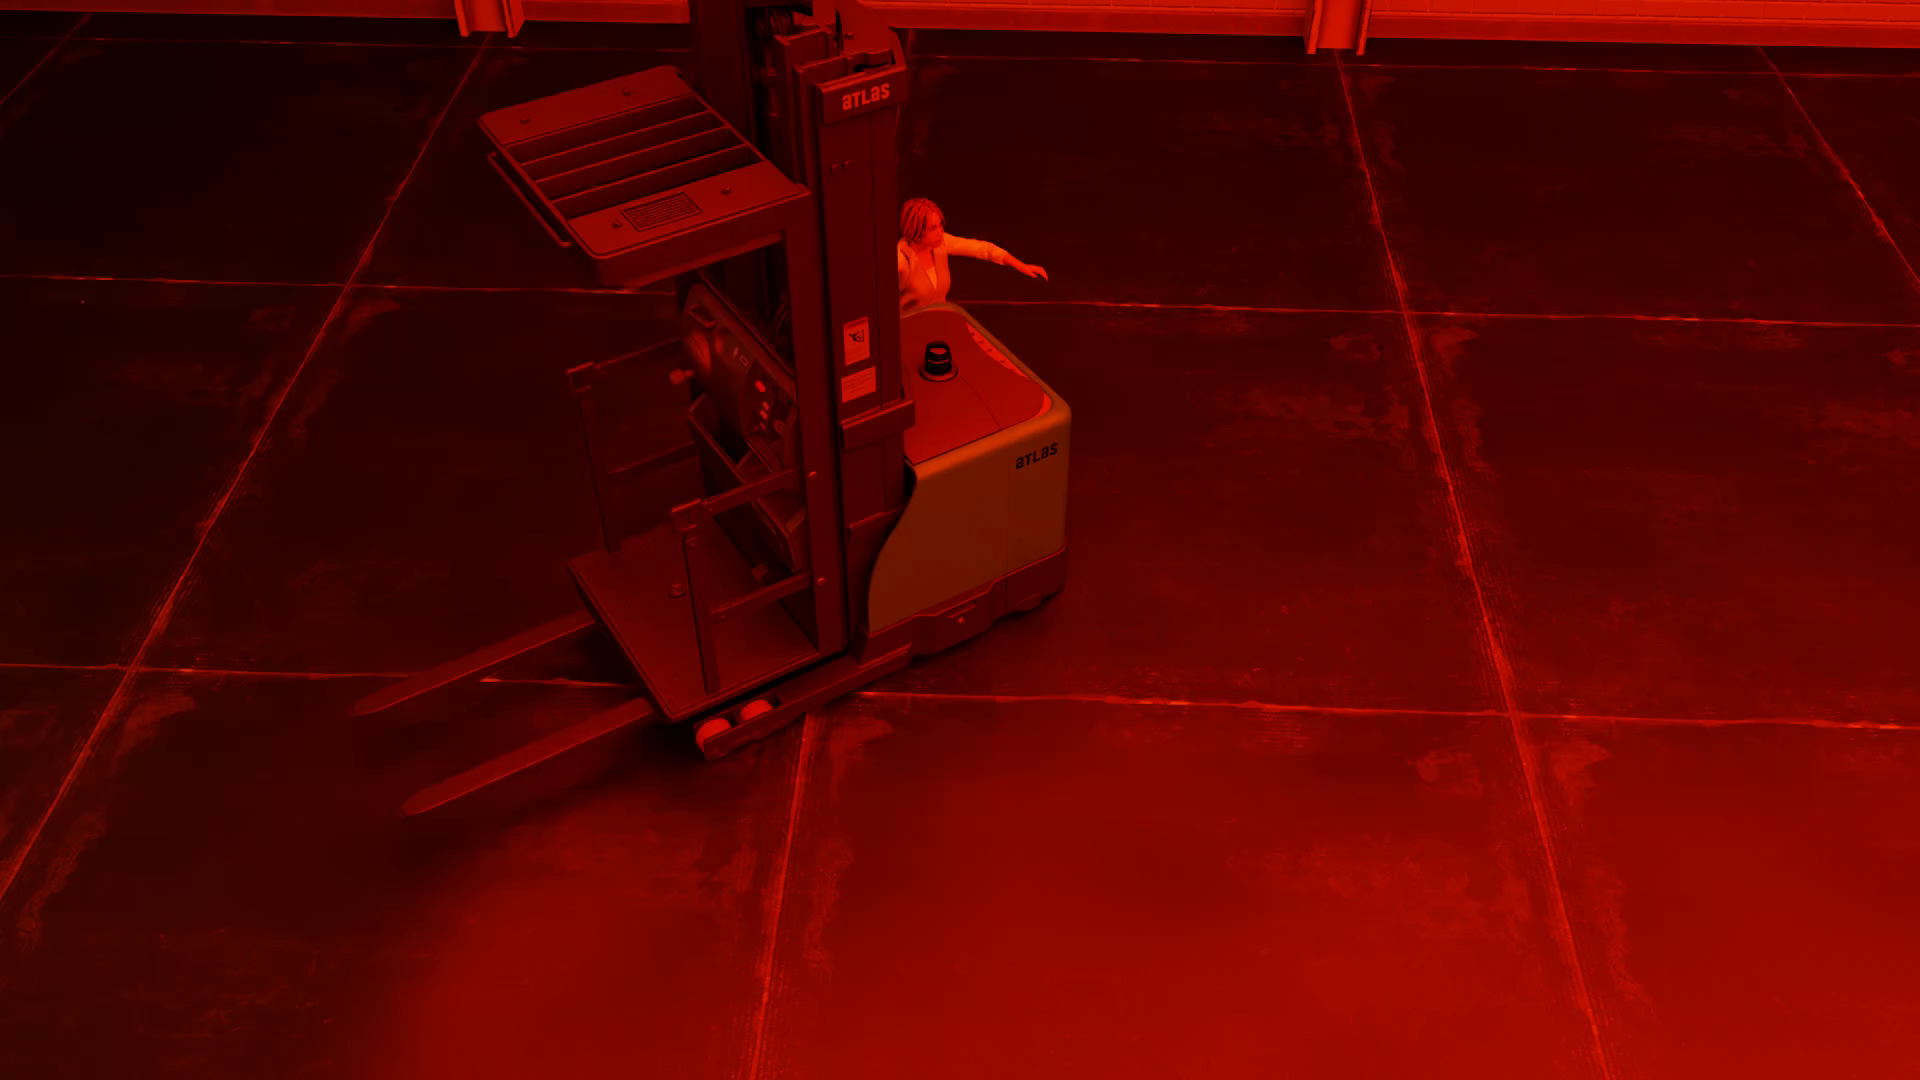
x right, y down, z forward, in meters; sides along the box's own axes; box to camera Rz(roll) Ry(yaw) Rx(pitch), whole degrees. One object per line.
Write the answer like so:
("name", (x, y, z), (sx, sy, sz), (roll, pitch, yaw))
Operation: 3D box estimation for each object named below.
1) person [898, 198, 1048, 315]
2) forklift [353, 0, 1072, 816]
("person", (-0.031, -0.920, 7.897), (0.754, 1.365, 0.906), (23, 47, 23))
("forklift", (-1.038, -0.586, 6.384), (3.031, 2.935, 1.130), (-23, 47, -23))
